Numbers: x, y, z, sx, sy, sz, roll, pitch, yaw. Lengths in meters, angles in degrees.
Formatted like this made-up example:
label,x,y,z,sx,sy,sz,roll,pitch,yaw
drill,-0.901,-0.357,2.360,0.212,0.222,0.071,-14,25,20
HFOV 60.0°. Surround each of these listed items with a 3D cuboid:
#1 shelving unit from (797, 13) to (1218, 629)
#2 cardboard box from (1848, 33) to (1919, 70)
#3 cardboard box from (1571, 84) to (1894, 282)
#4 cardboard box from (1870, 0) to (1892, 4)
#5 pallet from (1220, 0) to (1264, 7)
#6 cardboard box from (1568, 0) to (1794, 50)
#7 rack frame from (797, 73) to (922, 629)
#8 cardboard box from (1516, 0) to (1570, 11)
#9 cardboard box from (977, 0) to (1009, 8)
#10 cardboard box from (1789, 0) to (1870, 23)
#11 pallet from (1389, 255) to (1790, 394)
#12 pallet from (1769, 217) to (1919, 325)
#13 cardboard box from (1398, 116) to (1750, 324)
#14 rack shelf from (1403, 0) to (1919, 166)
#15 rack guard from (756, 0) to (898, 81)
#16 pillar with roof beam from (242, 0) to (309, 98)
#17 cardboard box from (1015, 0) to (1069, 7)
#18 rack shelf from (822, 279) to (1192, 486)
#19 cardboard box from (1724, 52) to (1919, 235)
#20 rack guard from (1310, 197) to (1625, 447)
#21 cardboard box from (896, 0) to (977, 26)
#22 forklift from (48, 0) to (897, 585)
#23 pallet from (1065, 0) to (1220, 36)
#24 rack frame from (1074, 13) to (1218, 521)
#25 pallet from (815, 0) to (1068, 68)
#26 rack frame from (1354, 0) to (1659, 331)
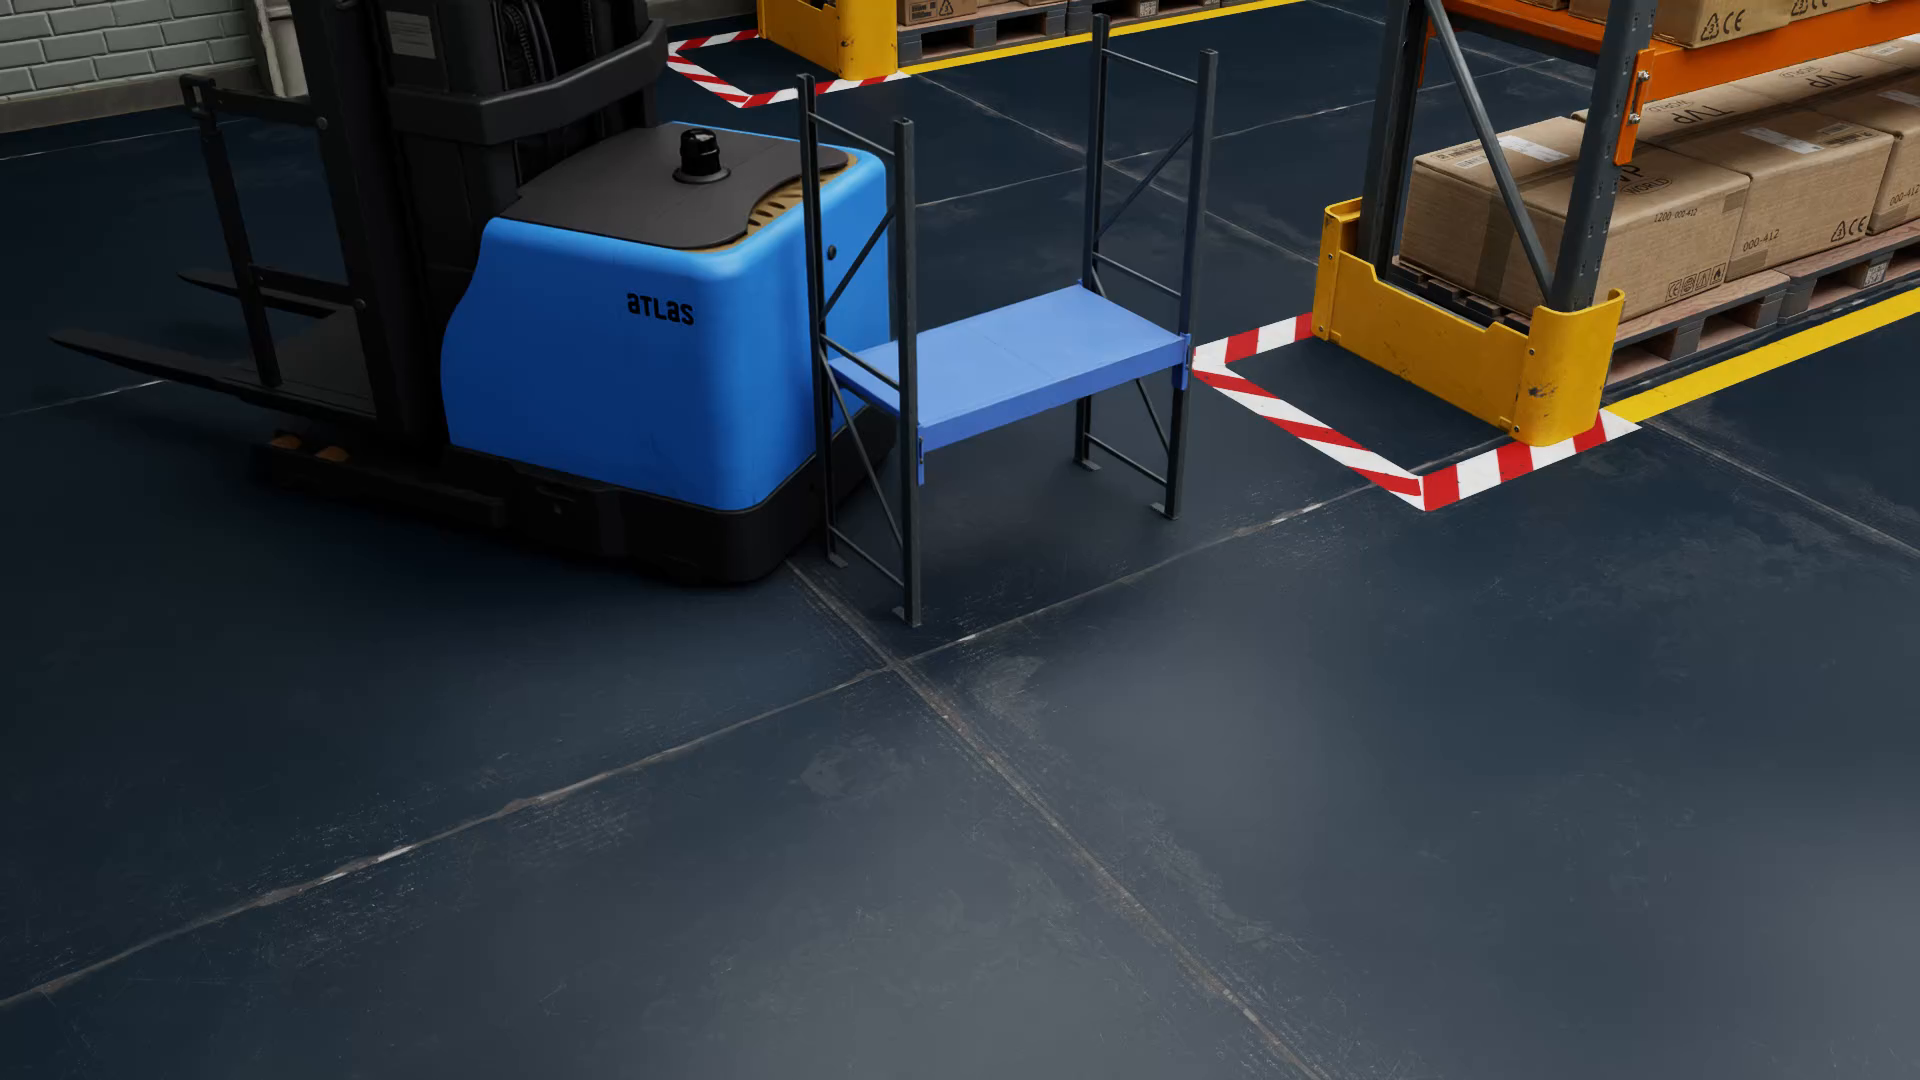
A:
label,x,y,z,sx,sy,sz,roll,pitch,yaw
shelving unit,0.139,-0.647,4.869,1.048,1.500,0.538,-21,38,-30
cardboard box,4.614,-2.012,7.636,0.875,0.438,0.875,-20,37,-28
cardboard box,3.103,-1.493,6.814,0.875,0.438,0.875,-18,36,-26
cardboard box,3.244,-2.245,5.904,0.500,0.500,0.500,-19,37,-28
pallet,1.930,-3.899,11.233,1.213,0.211,1.003,-19,37,-27
cardboard box,2.397,-1.948,5.433,0.500,0.500,0.500,-19,37,-28
rack frame,-0.272,-0.487,4.616,0.032,1.500,0.500,-21,38,-30
cardboard box,2.100,-2.196,5.826,0.500,0.500,0.500,-19,37,-27
cardboard box,0.089,-3.332,9.999,0.250,0.149,0.380,-21,38,-29
cardboard box,2.807,-2.106,5.684,0.500,0.500,0.500,-20,37,-28
pallet,2.467,-0.982,6.609,1.213,0.211,1.003,-19,37,-27
pallet,3.492,-1.333,7.165,1.213,0.211,1.003,-19,37,-27
cardboard box,2.338,-1.225,6.388,0.875,0.438,0.875,-20,38,-29
rack shelf,3.519,-2.169,6.552,4.000,0.370,1.077,-19,37,-27
rack guard,-0.791,-3.085,9.672,0.348,0.500,1.175,-19,37,-27
pillar with roof beam,-1.277,-4.352,3.714,0.400,9.000,9.100,-19,37,-27
cardboard box,0.450,-3.605,10.102,0.500,0.500,0.700,-17,36,-25
rack shelf,0.139,-0.495,4.965,1.000,0.185,0.538,-21,38,-30
cardboard box,3.862,-1.753,7.226,0.875,0.438,0.875,-20,37,-29
rack guard,1.818,-0.831,6.099,0.348,0.500,1.175,-19,37,-27
cardboard box,-0.289,-3.376,9.737,0.637,0.503,0.797,-21,38,-29
forklift,-1.777,-1.620,5.071,3.031,2.935,1.130,13,35,20
pallet,0.903,-3.544,10.671,1.213,0.211,1.003,-19,37,-27
rack frame,0.550,-0.806,5.123,0.032,1.500,0.500,-21,38,-30
pallet,-0.121,-3.194,10.115,1.213,0.211,1.003,-19,37,-27
rack frame,1.838,-1.895,5.443,0.127,3.000,1.000,-19,37,-27
